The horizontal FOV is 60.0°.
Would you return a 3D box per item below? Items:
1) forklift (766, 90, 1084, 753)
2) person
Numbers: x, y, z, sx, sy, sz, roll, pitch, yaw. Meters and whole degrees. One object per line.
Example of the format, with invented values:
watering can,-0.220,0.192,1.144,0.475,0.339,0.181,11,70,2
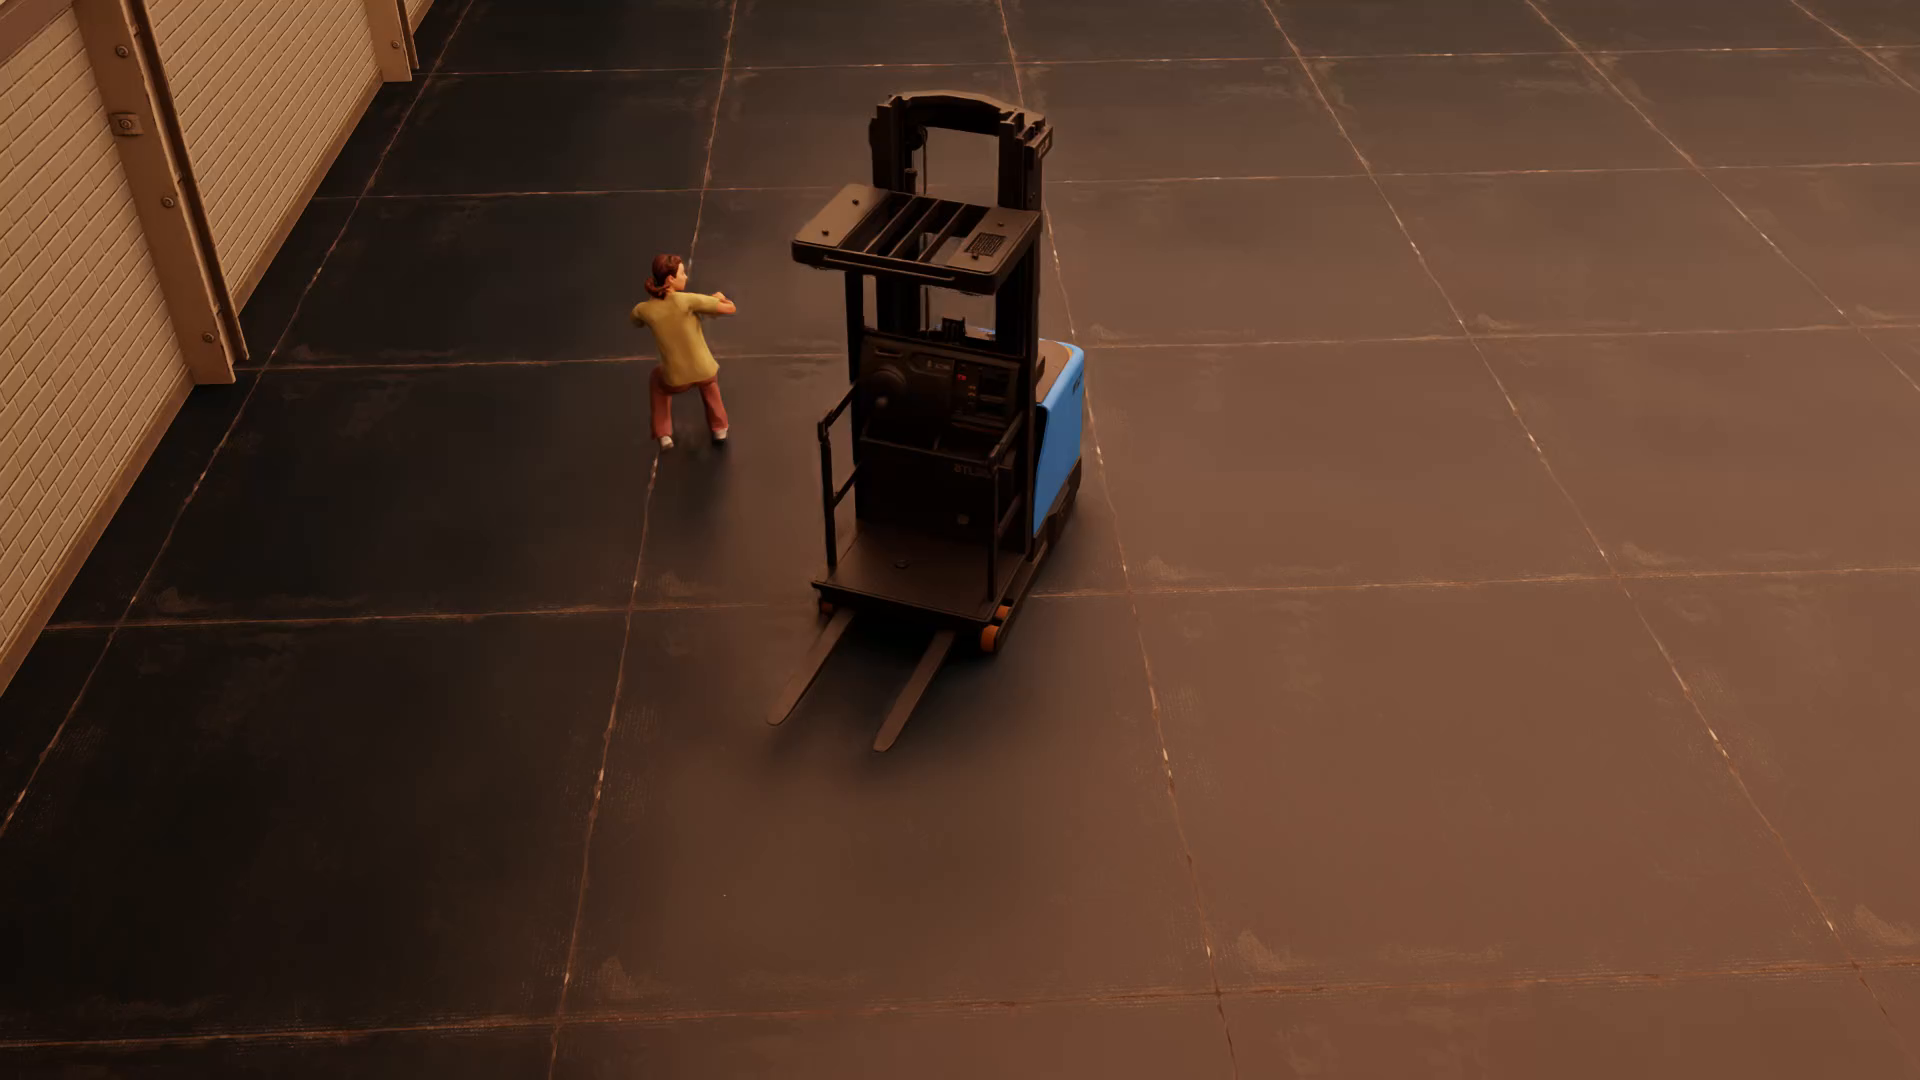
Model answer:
forklift,-0.193,-0.808,9.119,1.130,2.935,3.031,12,38,16
person,-1.827,-1.278,11.084,0.708,1.398,0.830,-5,36,-7
